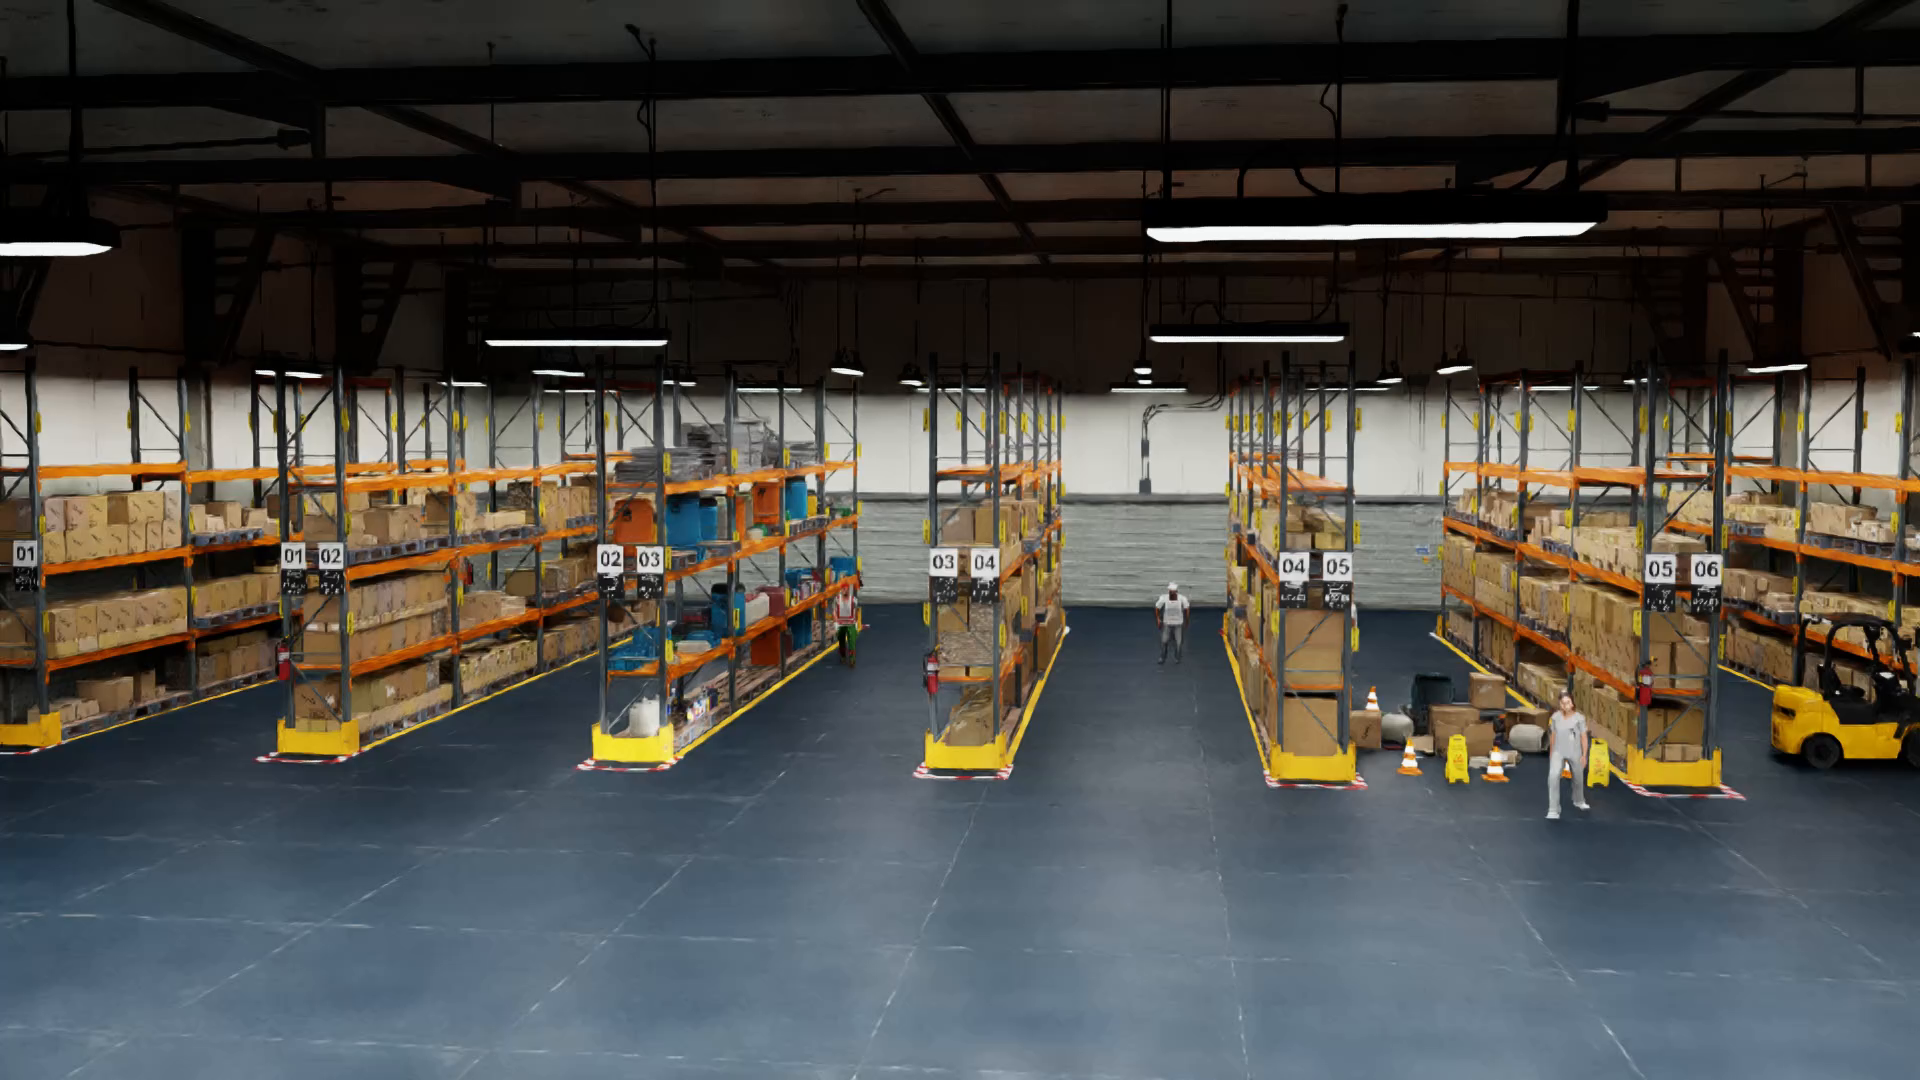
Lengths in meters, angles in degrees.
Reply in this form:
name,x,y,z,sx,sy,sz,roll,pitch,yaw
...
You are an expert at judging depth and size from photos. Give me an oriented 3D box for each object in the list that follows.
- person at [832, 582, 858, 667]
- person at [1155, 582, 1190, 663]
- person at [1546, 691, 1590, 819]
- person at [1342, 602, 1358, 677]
name,x,y,z,sx,sy,sz,roll,pitch,yaw
person,-2.351,1.718,34.055,0.528,1.727,1.030,0,4,-1
person,4.403,1.715,34.496,0.719,1.714,0.578,0,4,5
person,7.718,2.706,21.086,0.486,1.610,0.954,2,5,27
person,7.626,1.798,32.734,0.476,1.759,0.593,-2,4,-24
